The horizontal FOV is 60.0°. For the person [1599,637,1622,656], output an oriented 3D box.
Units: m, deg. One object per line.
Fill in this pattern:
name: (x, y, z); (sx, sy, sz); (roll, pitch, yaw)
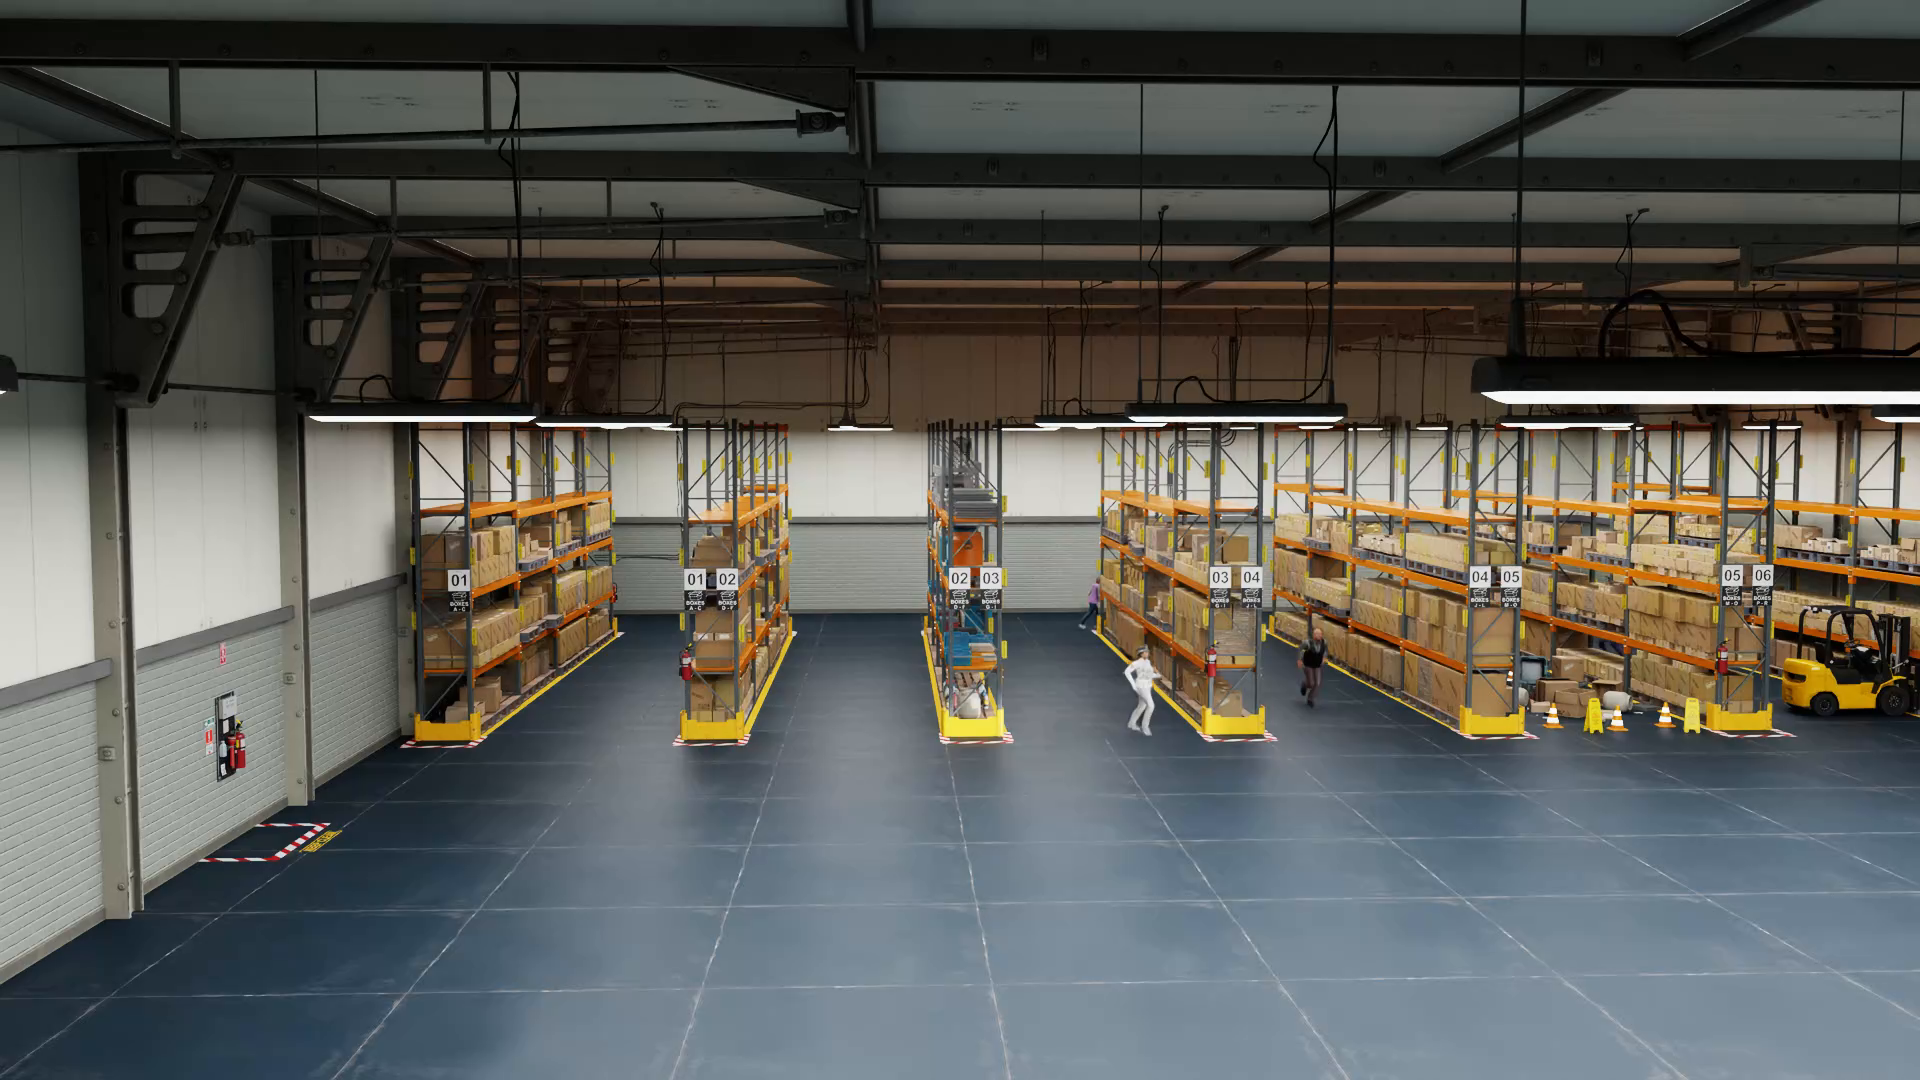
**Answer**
person: (16.234, 2.259, 41.559); (0.595, 1.628, 0.830); (0, 4, -7)

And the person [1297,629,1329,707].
person: (7.419, 2.676, 35.013); (0.651, 1.657, 0.746); (-1, 4, -17)

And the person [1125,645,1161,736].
person: (3.488, 2.856, 31.626); (0.735, 1.744, 0.582); (2, 4, 33)

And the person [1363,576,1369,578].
person: (11.246, 1.878, 46.274); (0.653, 1.771, 0.673); (-1, 4, -8)

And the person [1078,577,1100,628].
person: (3.927, 1.828, 48.658); (1.007, 1.514, 0.470); (-1, 4, -12)
